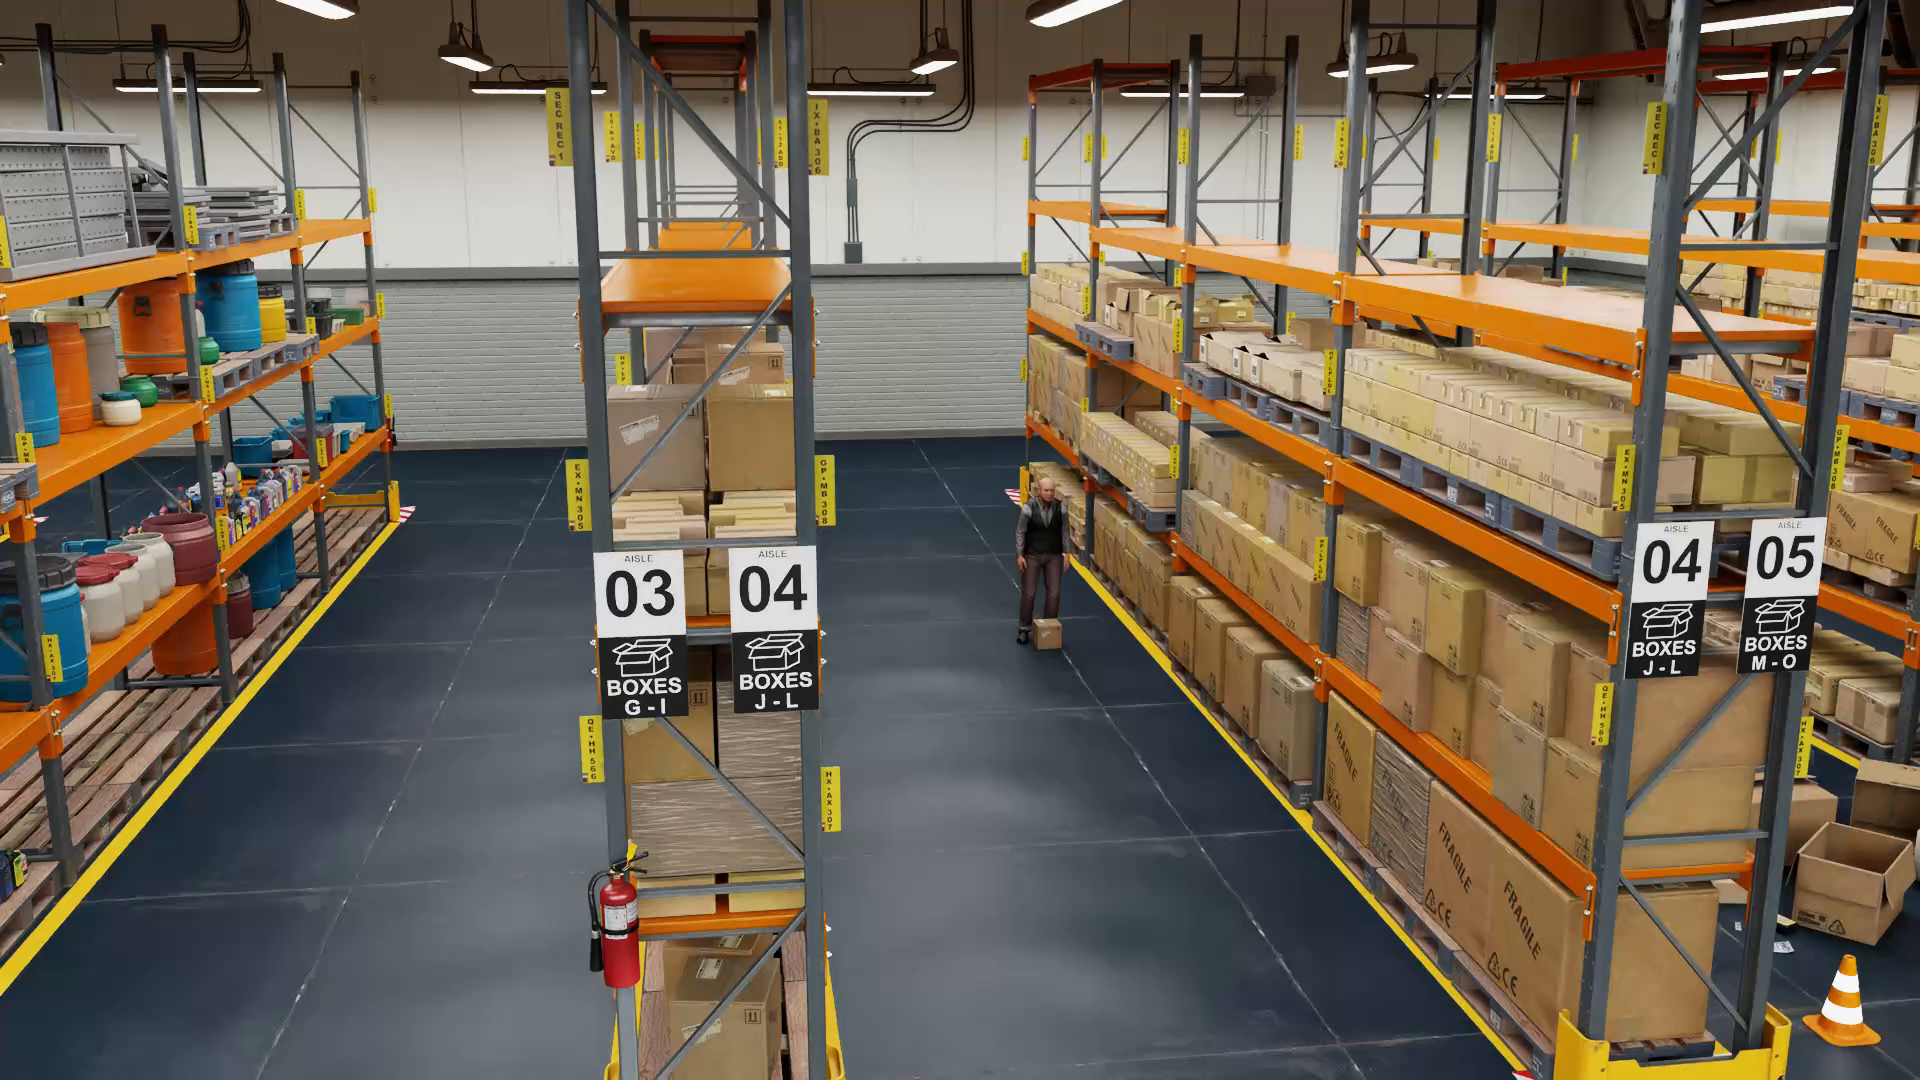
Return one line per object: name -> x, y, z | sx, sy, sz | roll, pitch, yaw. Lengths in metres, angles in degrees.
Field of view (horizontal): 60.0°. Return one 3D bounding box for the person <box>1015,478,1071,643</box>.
person -> 0.861, 0.193, 17.201 | 0.592, 1.722, 0.466 | -3, 13, -11
